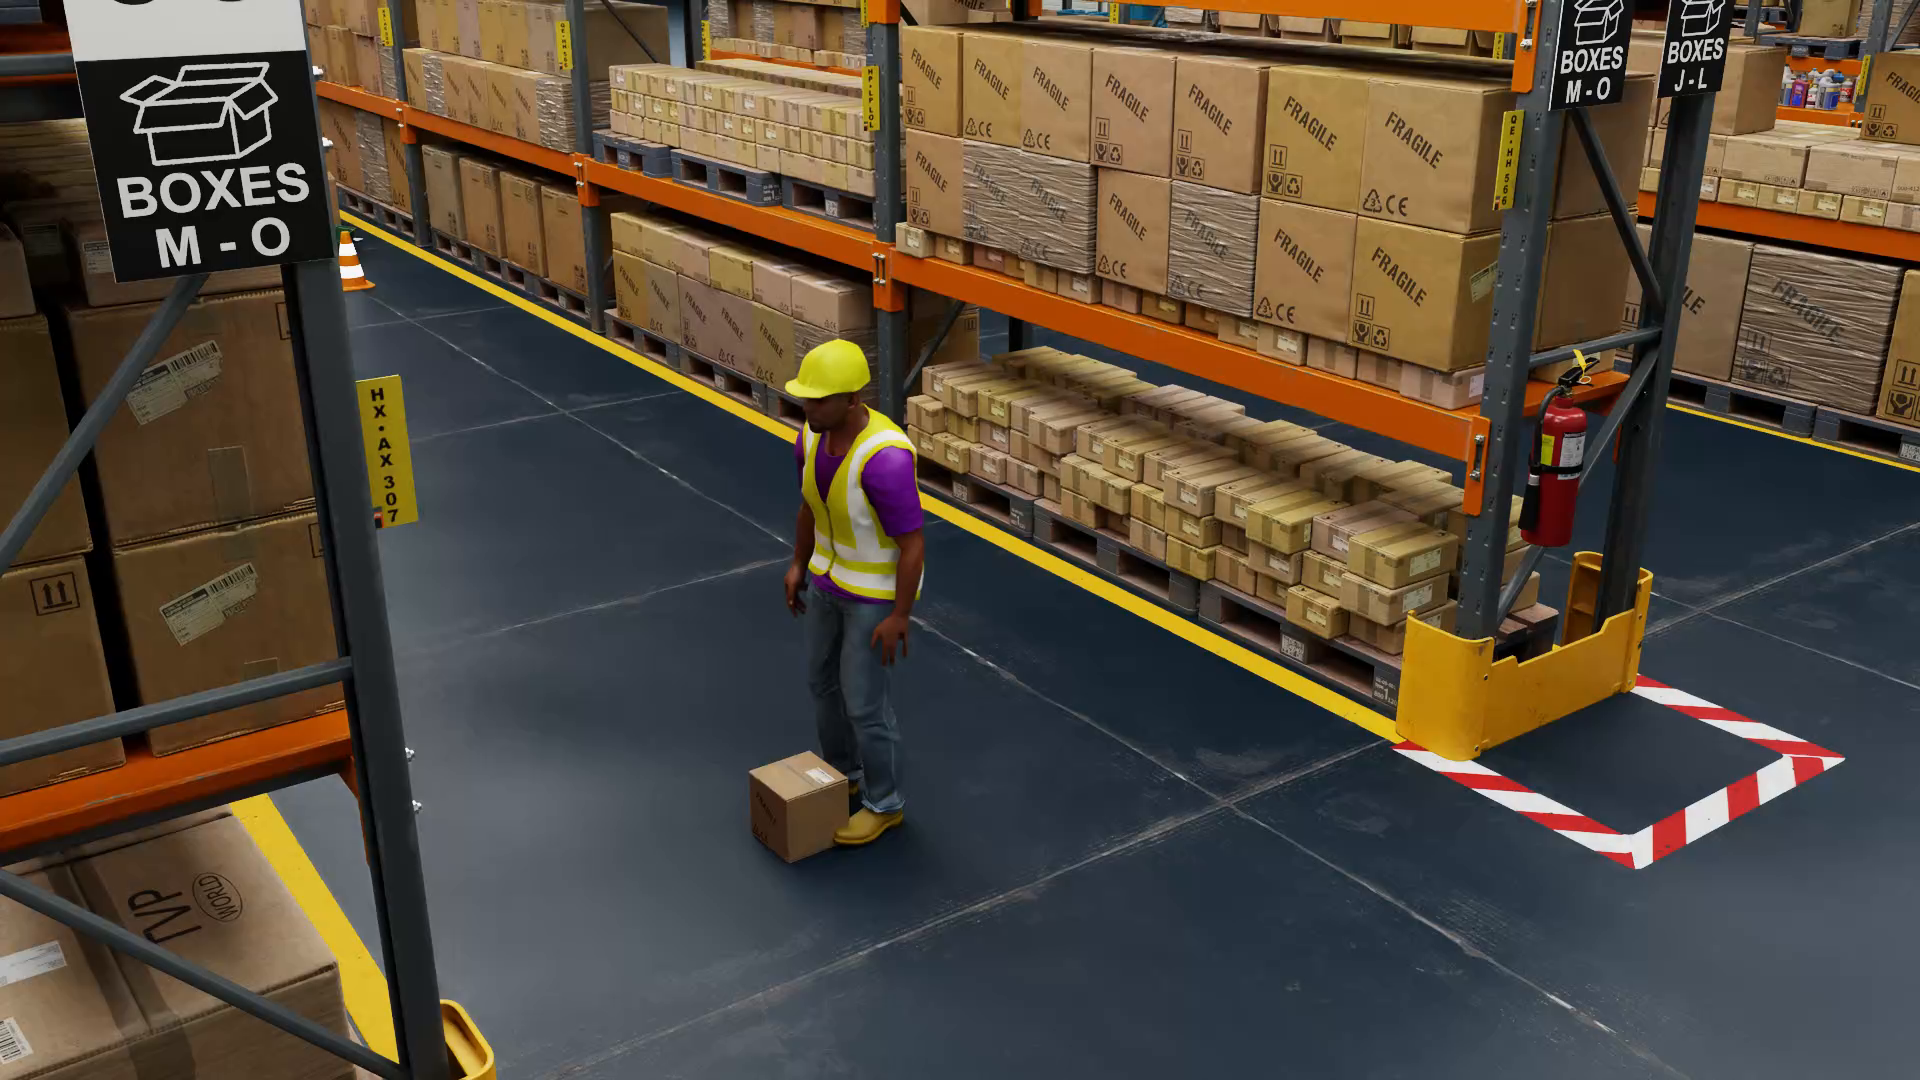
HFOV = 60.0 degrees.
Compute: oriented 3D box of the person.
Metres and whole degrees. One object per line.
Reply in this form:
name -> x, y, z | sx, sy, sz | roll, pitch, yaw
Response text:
person -> -0.369, 0.172, 5.615 | 0.454, 1.761, 0.635 | -16, 26, -36
